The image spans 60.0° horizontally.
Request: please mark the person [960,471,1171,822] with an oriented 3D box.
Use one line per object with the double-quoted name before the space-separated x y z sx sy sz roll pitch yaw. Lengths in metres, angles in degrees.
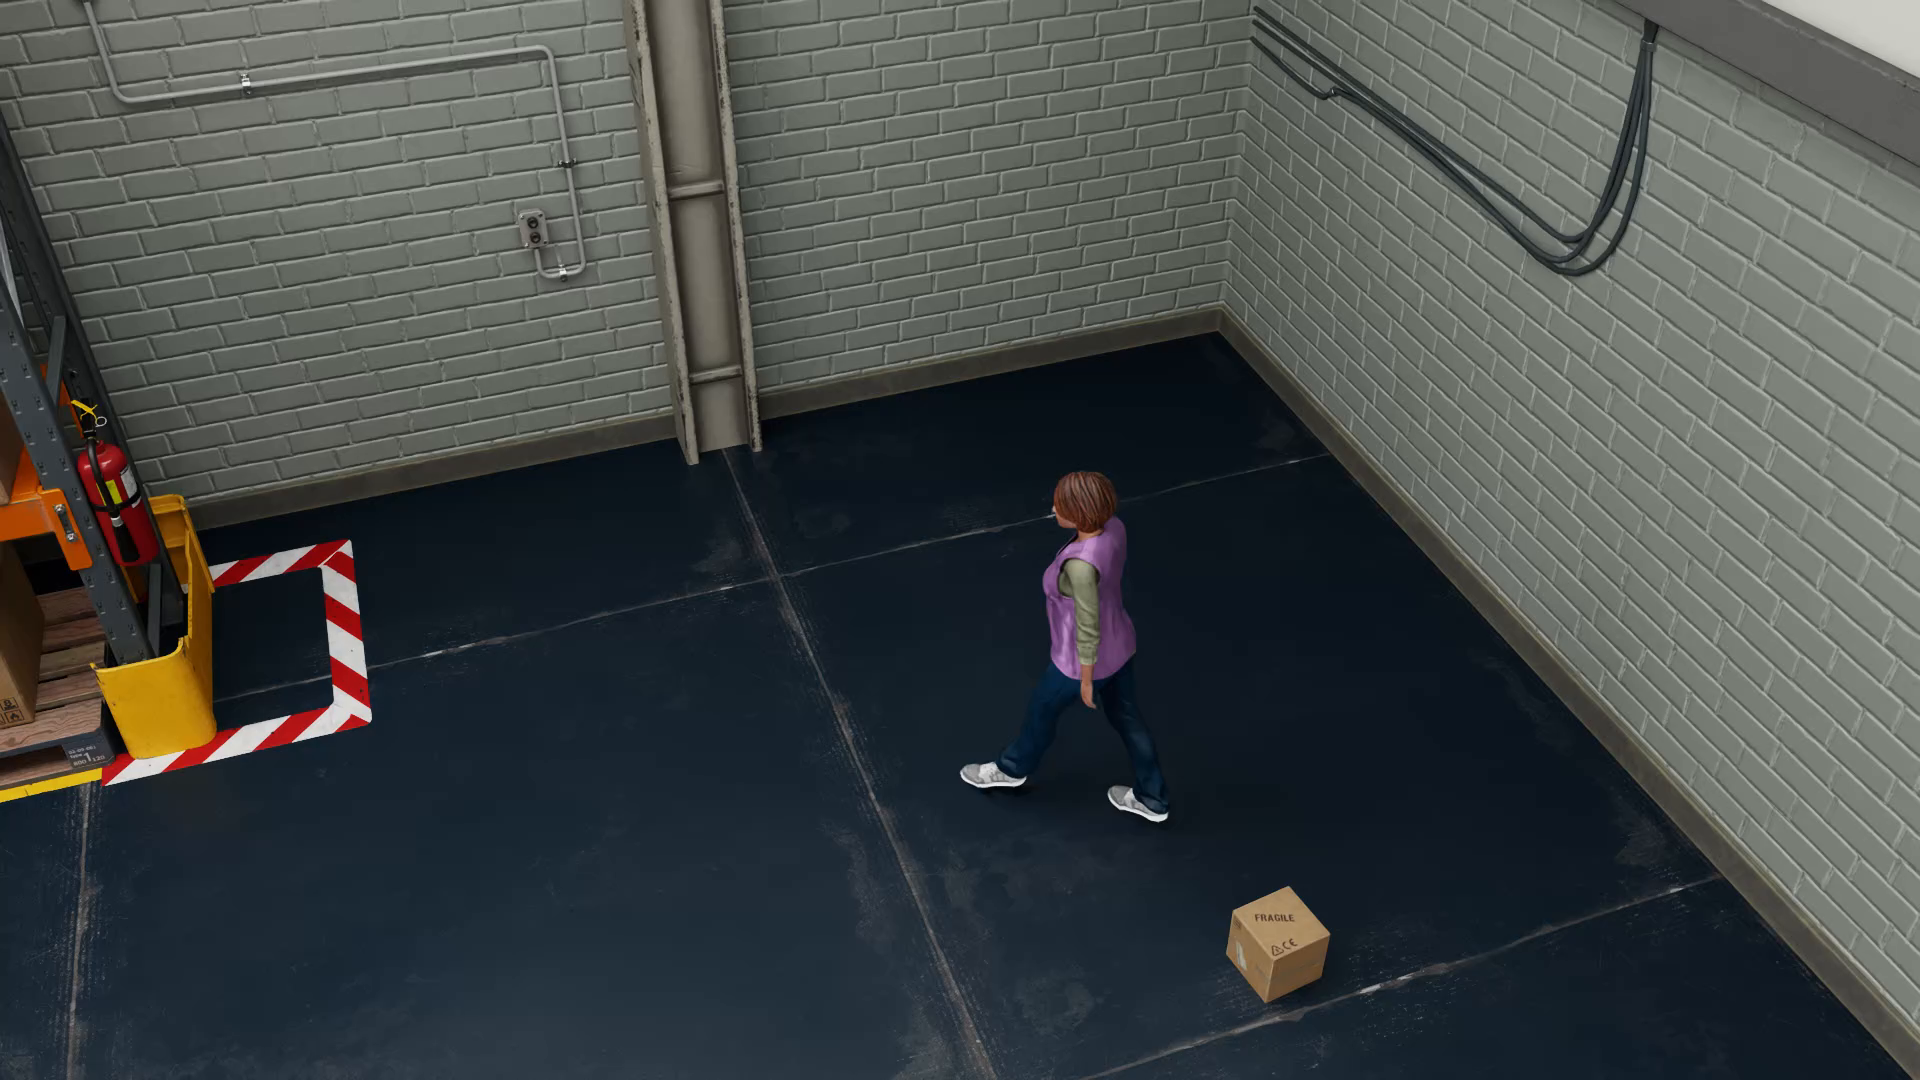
"person" 0.457 0.398 6.274 0.851 1.556 0.419 20 43 24
